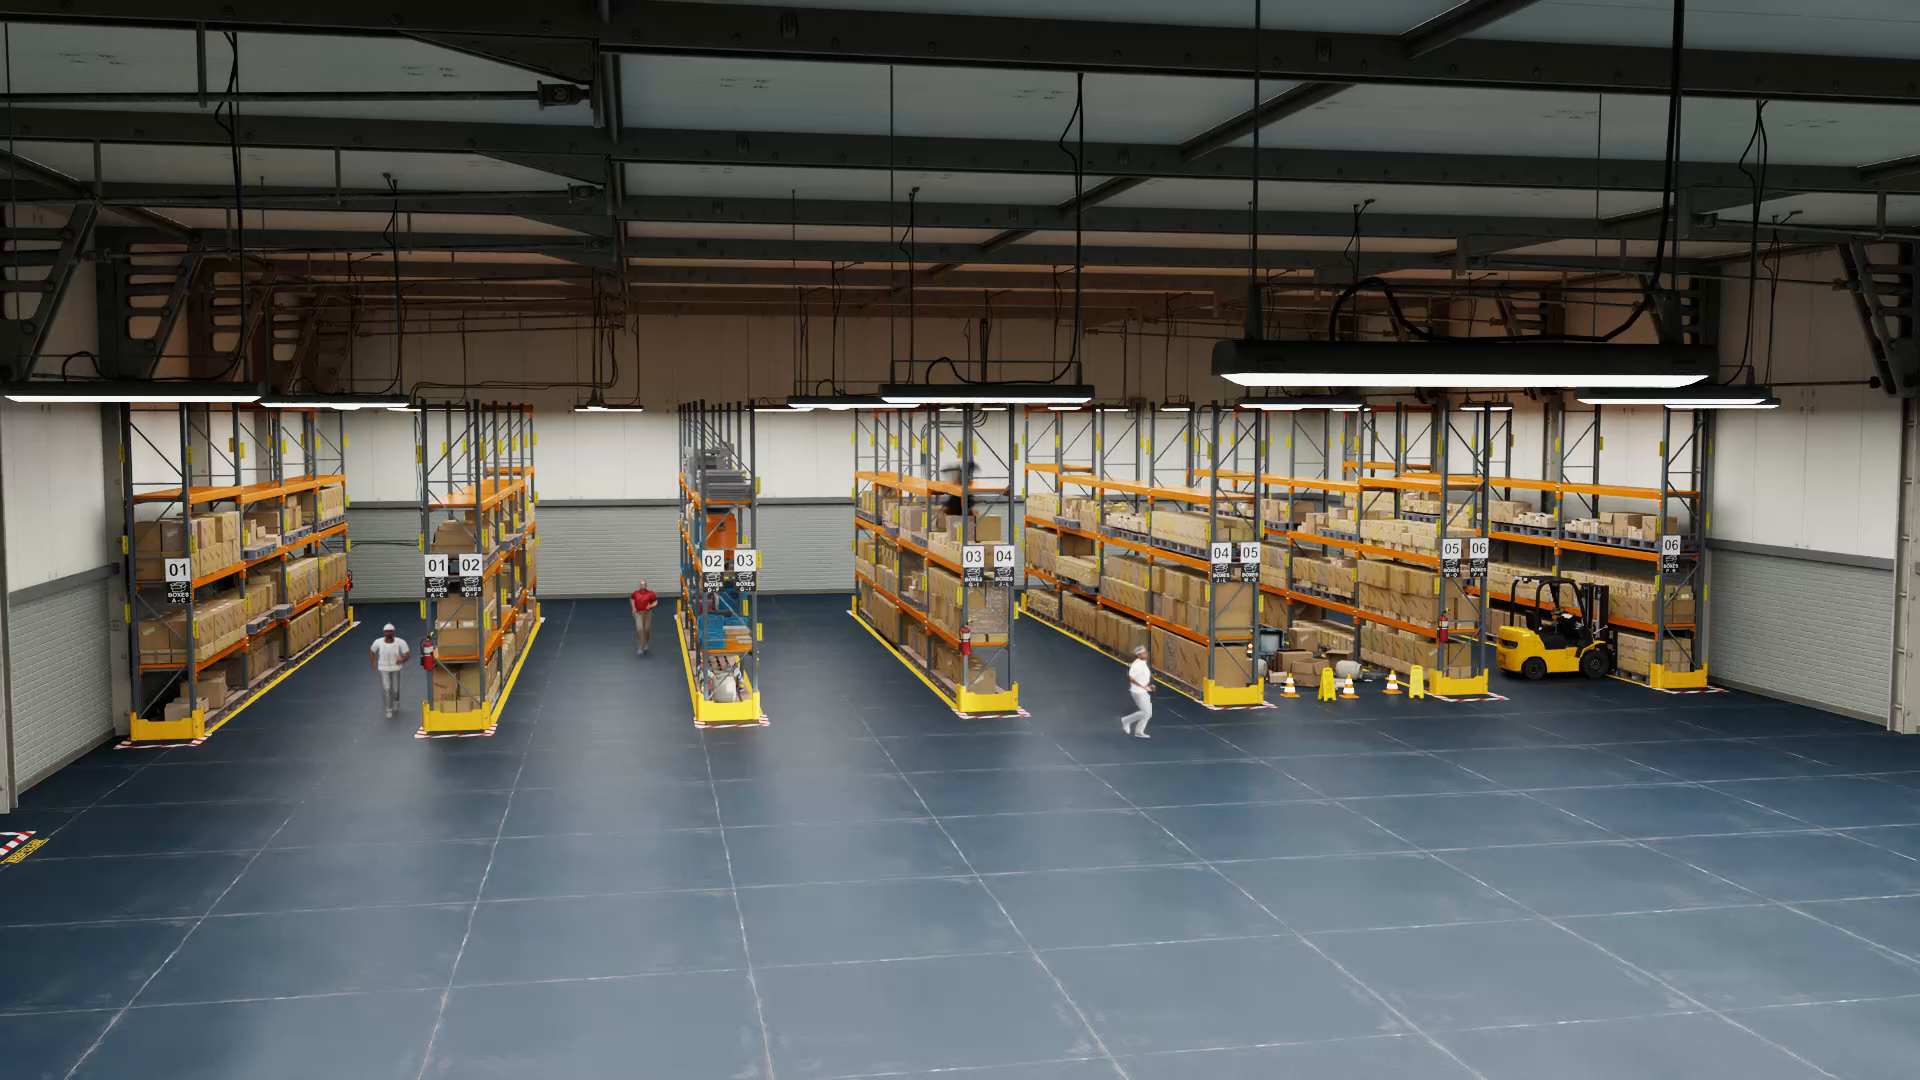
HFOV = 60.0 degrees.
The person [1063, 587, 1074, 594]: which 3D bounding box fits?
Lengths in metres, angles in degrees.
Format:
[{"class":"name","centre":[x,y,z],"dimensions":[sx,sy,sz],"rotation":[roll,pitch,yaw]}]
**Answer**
[{"class":"person","centre":[3.194,1.105,49.780],"dimensions":[0.635,1.724,0.748],"rotation":[3,5,38]}]

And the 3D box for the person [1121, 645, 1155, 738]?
[{"class":"person","centre":[3.157,2.674,29.439],"dimensions":[0.548,1.655,0.564],"rotation":[2,5,23]}]

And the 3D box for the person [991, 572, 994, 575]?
[{"class":"person","centre":[1.053,1.430,45.831],"dimensions":[0.585,1.687,0.970],"rotation":[0,4,-3]}]

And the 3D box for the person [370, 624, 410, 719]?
[{"class":"person","centre":[-10.807,2.456,31.527],"dimensions":[0.723,1.755,0.861],"rotation":[-1,5,-18]}]

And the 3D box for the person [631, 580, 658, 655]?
[{"class":"person","centre":[-7.597,1.847,40.044],"dimensions":[0.651,1.774,0.838],"rotation":[-1,4,-10]}]
